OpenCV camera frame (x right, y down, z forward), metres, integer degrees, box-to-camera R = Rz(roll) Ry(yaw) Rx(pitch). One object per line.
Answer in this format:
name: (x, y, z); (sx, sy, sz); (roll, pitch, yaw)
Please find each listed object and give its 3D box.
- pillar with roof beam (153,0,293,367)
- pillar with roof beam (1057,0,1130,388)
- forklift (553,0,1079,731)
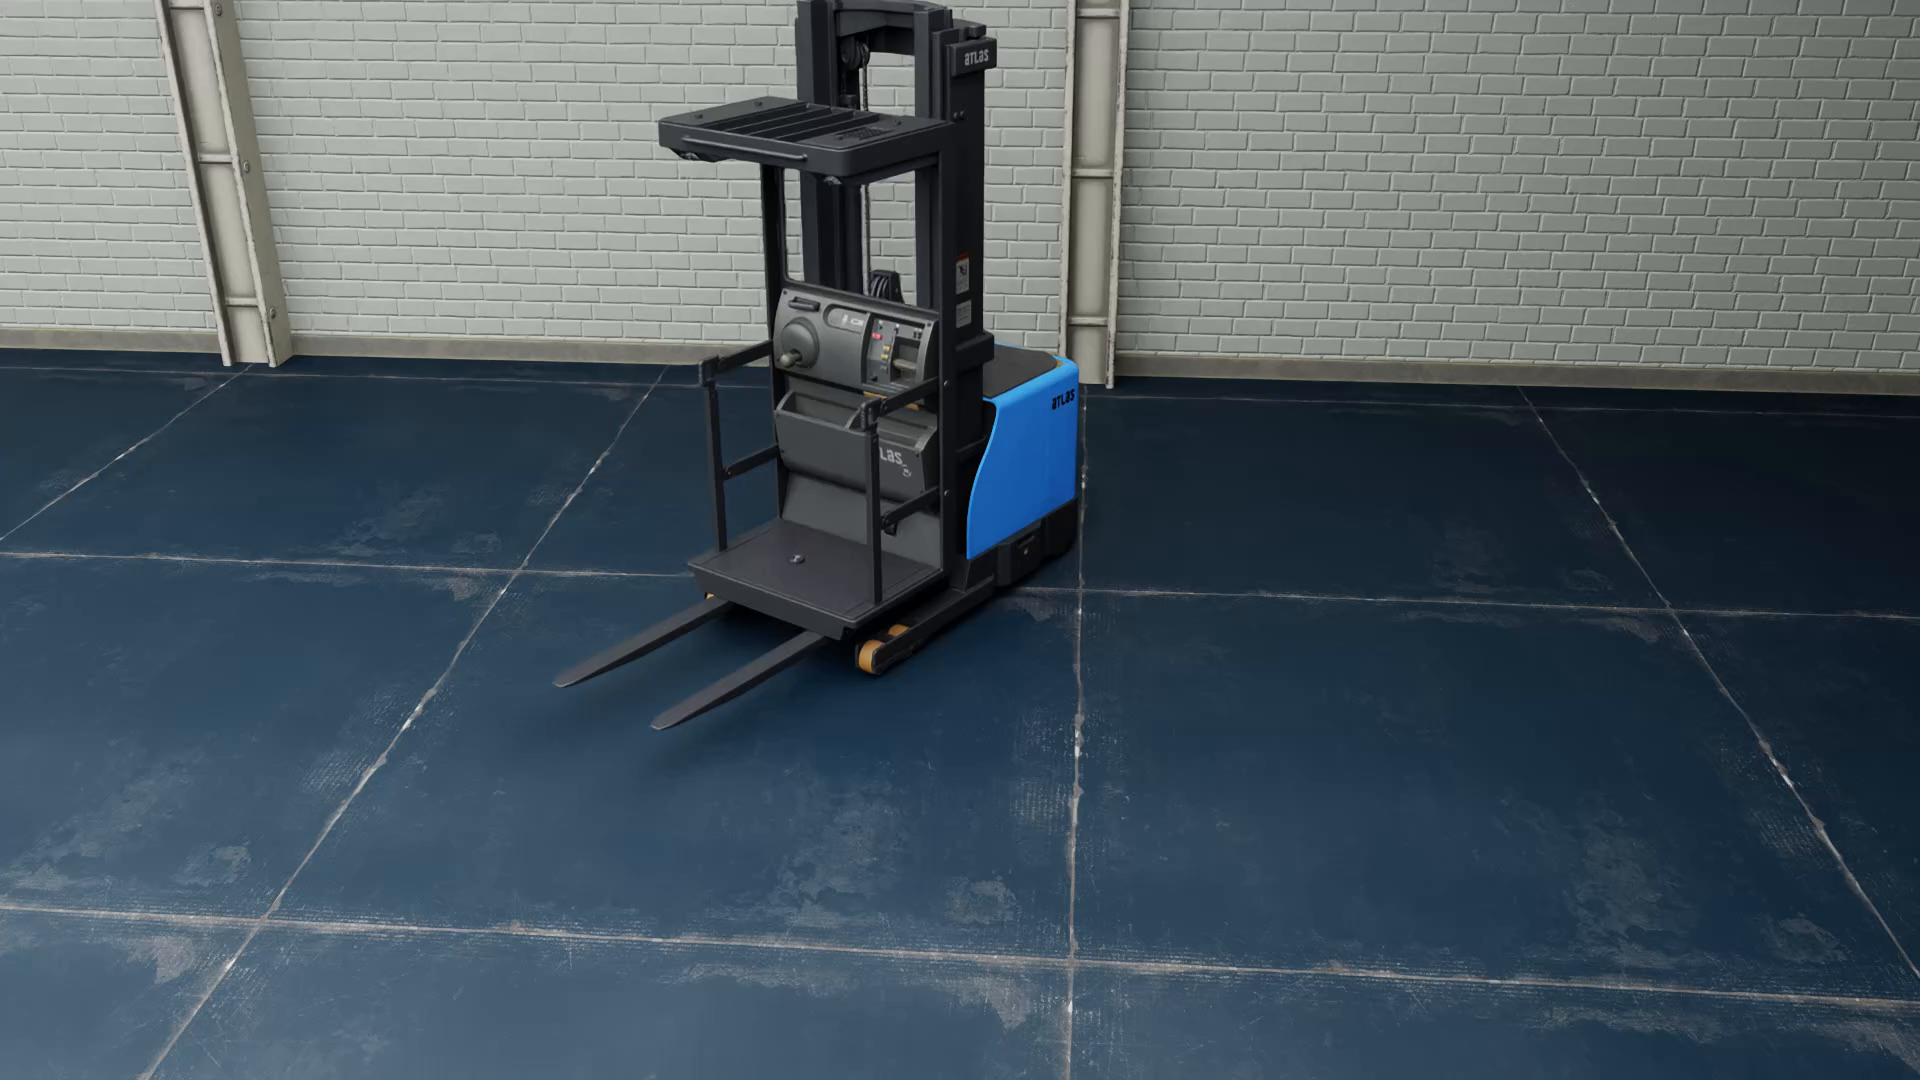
pillar with roof beam: (-5.429, -3.608, 6.326); (0.400, 9.000, 9.100); (2, 25, 4)
pillar with roof beam: (0.553, -3.416, 5.908); (0.400, 9.000, 9.100); (2, 25, 4)
forklift: (-0.635, -0.923, 7.750); (1.130, 2.935, 3.031); (17, 30, 33)
